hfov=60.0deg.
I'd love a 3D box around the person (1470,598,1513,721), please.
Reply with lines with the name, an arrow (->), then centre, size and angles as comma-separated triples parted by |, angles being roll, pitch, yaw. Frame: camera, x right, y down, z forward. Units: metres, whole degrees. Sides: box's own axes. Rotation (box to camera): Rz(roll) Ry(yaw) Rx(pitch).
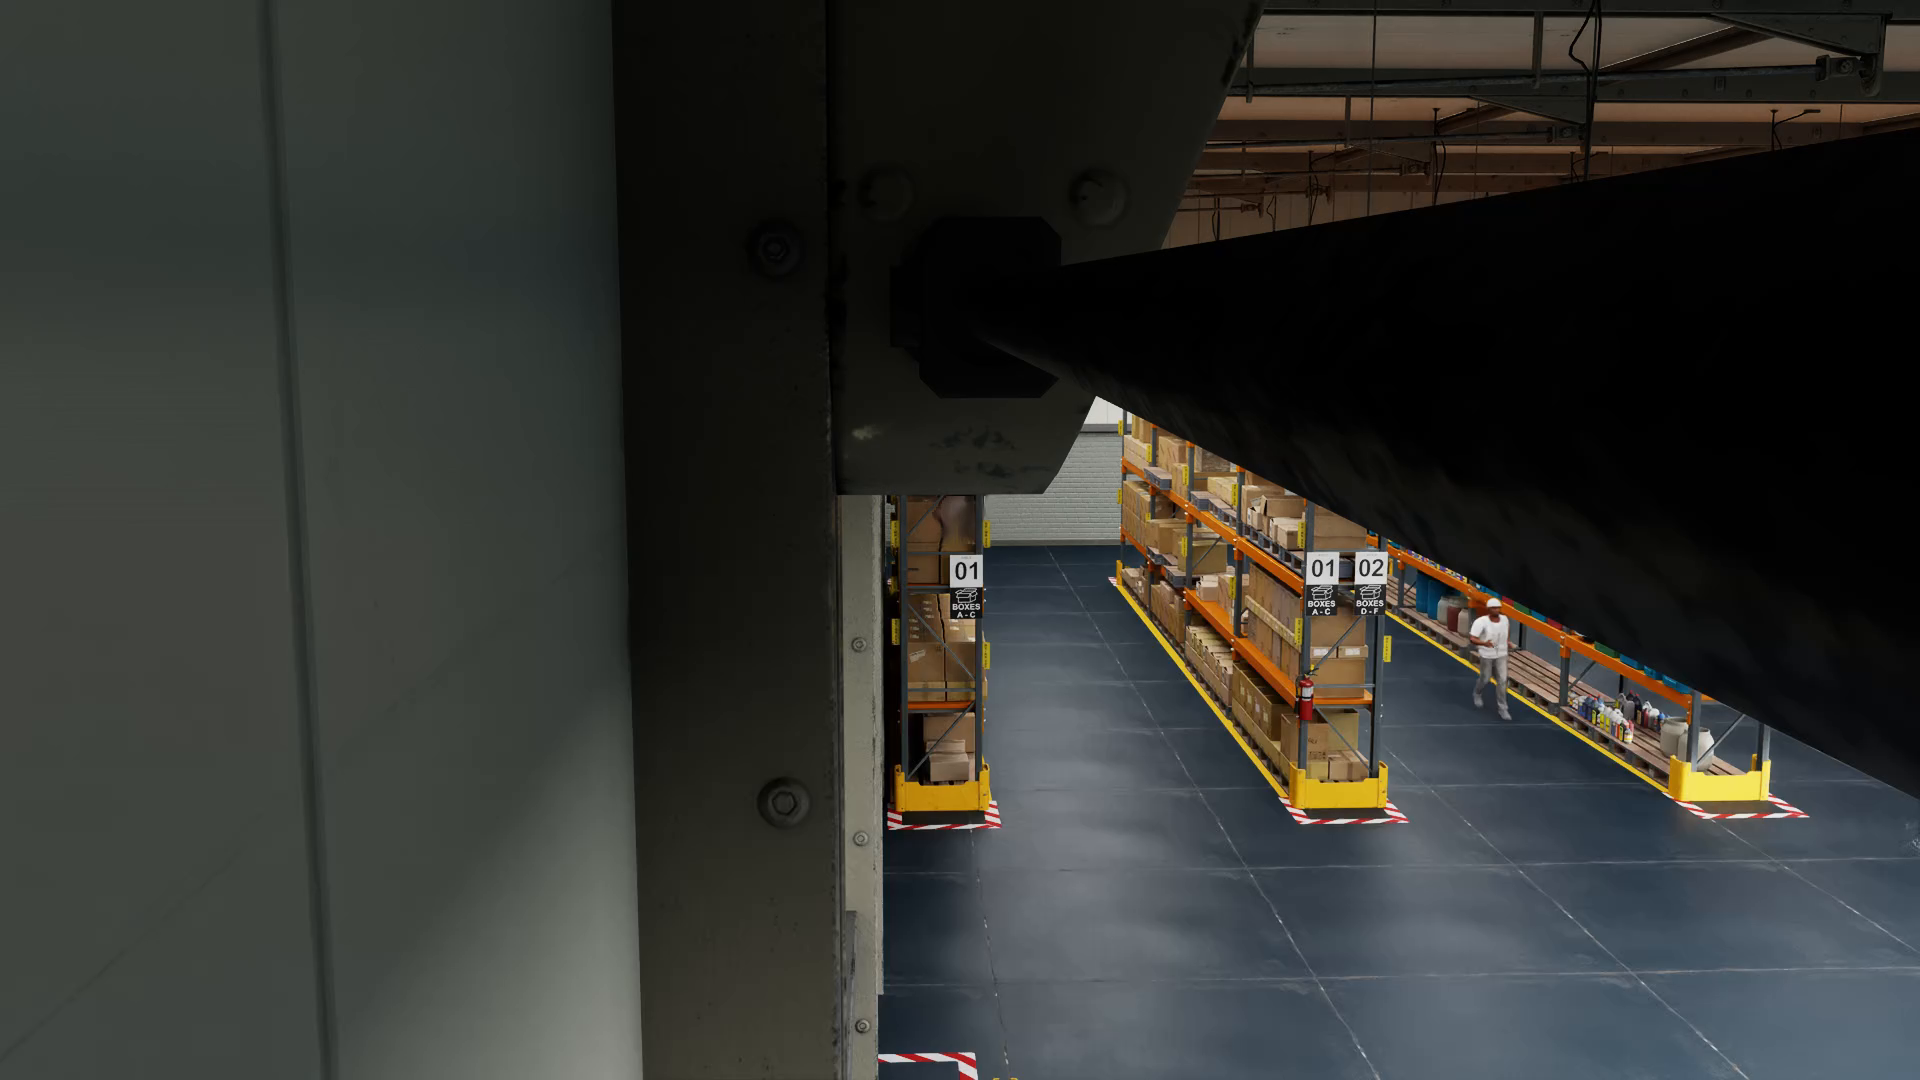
person -> 8.009, 1.743, 25.032 | 0.701, 1.758, 0.991 | -1, 8, -5
